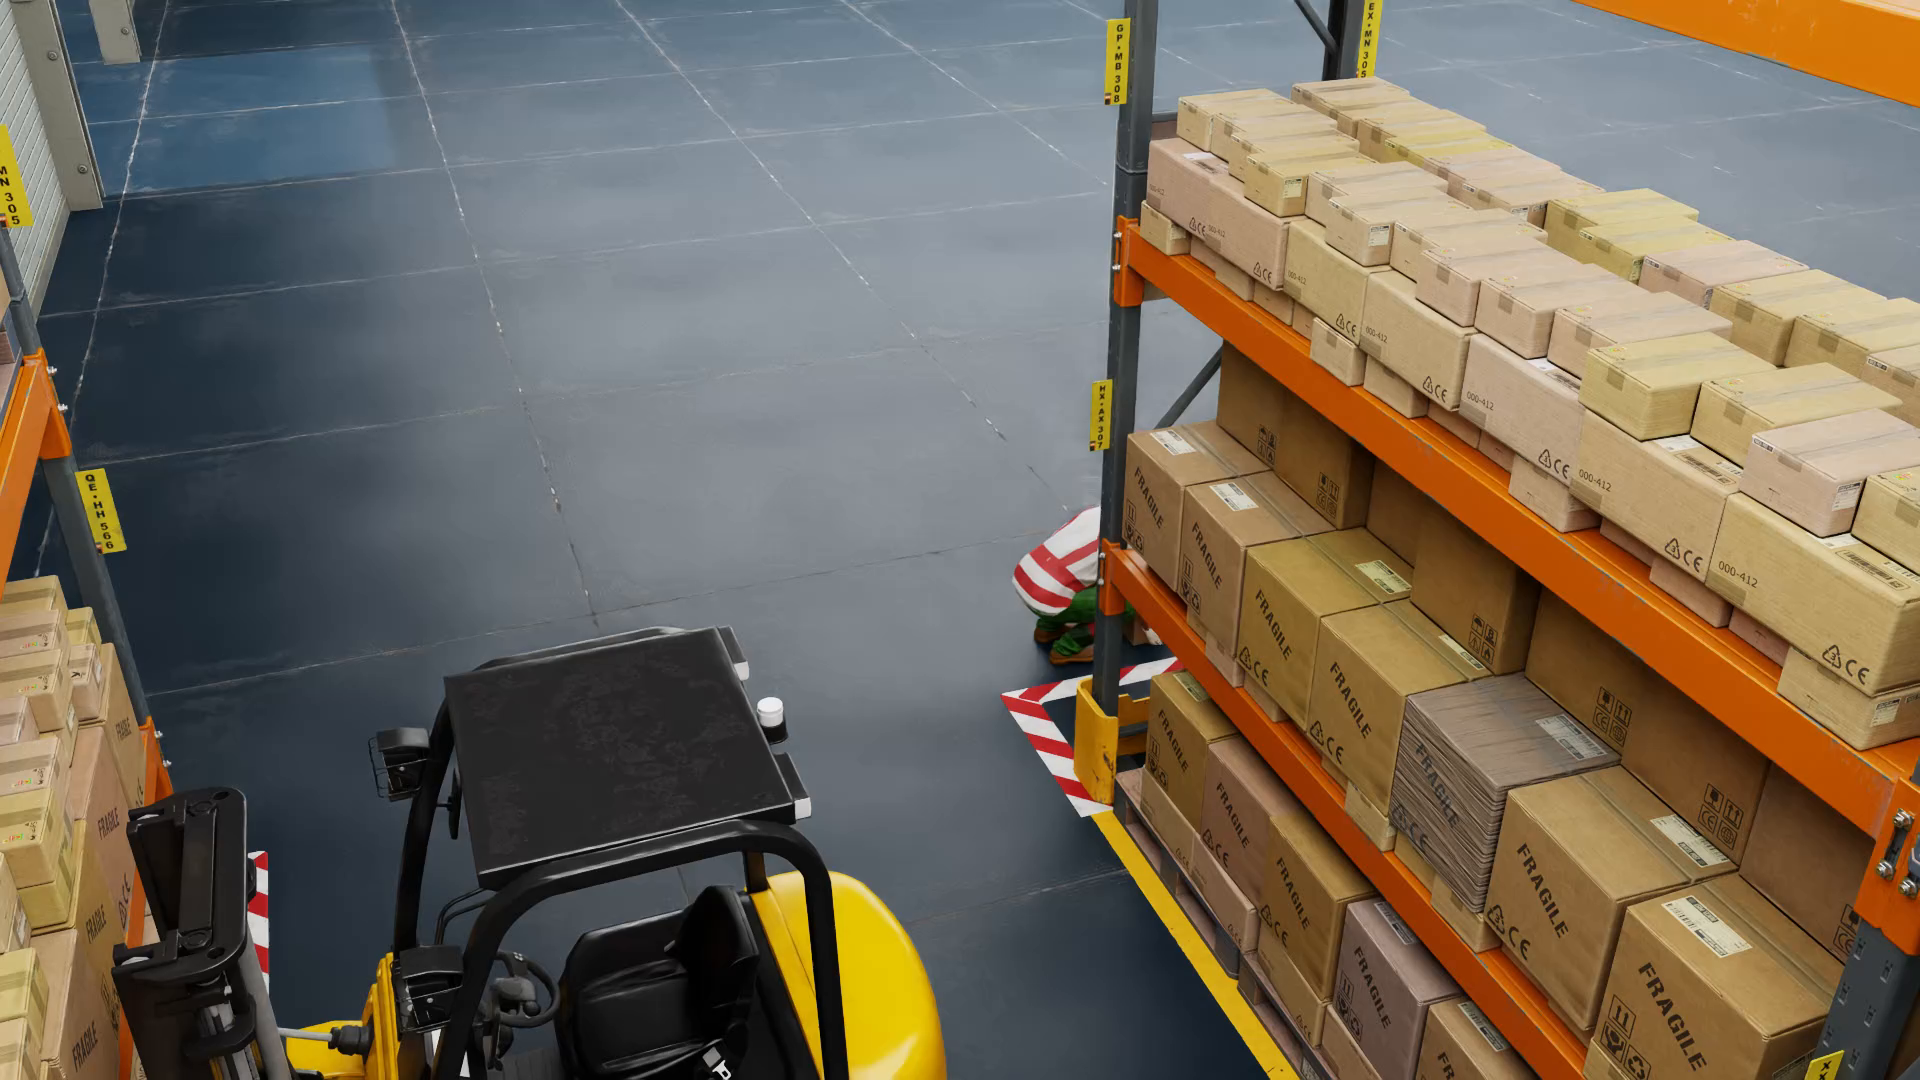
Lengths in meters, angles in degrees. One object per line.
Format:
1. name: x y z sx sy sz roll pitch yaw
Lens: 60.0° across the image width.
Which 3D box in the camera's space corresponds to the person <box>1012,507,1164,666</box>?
1. person: 0.724 0.217 8.971 0.901 0.877 0.553 -10 31 -18
